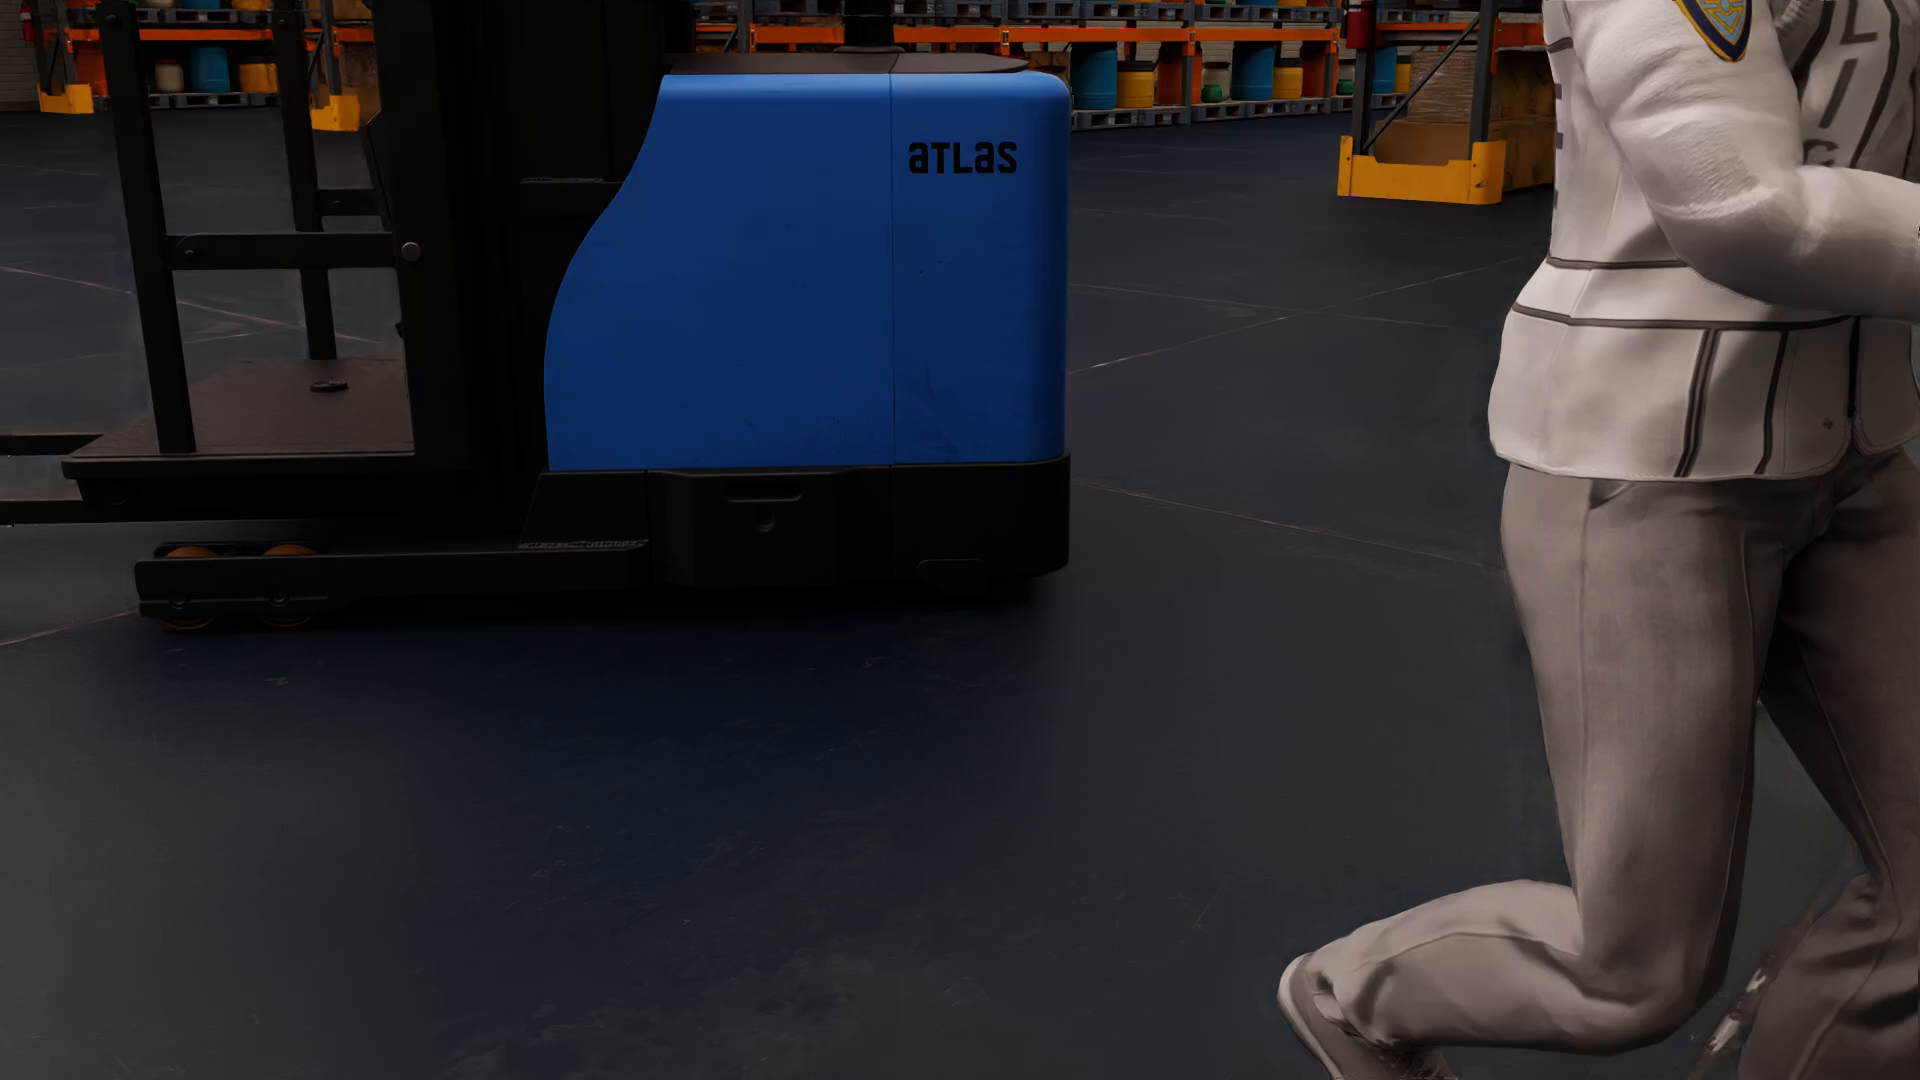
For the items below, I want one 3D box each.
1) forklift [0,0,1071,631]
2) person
[{"bbox_3d":[-1.311,-1.380,3.442,3.031,2.935,1.130,-1,17,-4],"label":"forklift"},{"bbox_3d":[0.655,-0.061,1.437,0.559,1.597,0.710,-10,20,-31],"label":"person"}]
